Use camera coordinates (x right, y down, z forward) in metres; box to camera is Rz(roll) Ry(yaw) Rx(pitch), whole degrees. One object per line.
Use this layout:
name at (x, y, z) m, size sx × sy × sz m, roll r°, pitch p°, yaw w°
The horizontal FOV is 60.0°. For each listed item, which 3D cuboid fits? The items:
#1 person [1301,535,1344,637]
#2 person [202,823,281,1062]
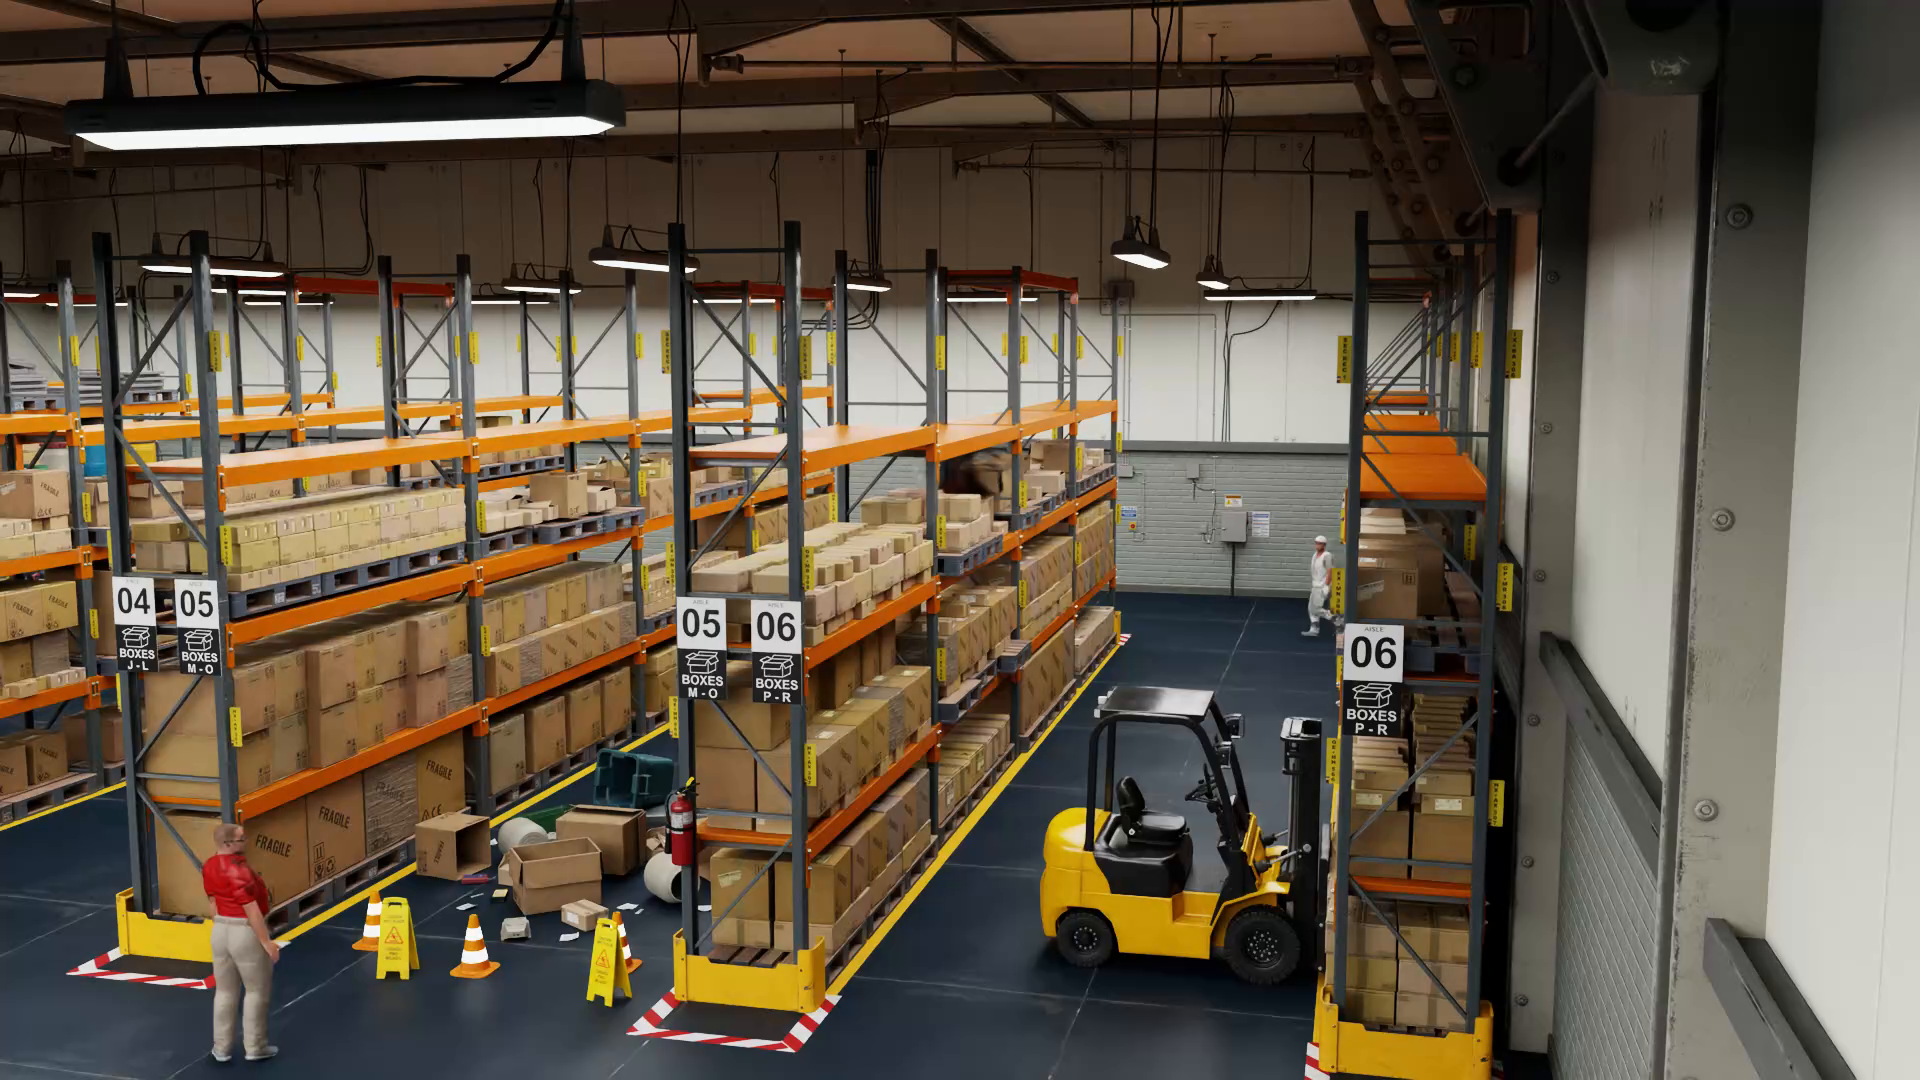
person at (6.261, 0.802, 28.549) m, size 0.754 × 1.767 × 0.548 m, roll 2°, pitch 7°, yaw 12°
person at (-5.140, 2.883, 11.906) m, size 0.617 × 1.764 × 0.390 m, roll 3°, pitch 7°, yaw 21°
